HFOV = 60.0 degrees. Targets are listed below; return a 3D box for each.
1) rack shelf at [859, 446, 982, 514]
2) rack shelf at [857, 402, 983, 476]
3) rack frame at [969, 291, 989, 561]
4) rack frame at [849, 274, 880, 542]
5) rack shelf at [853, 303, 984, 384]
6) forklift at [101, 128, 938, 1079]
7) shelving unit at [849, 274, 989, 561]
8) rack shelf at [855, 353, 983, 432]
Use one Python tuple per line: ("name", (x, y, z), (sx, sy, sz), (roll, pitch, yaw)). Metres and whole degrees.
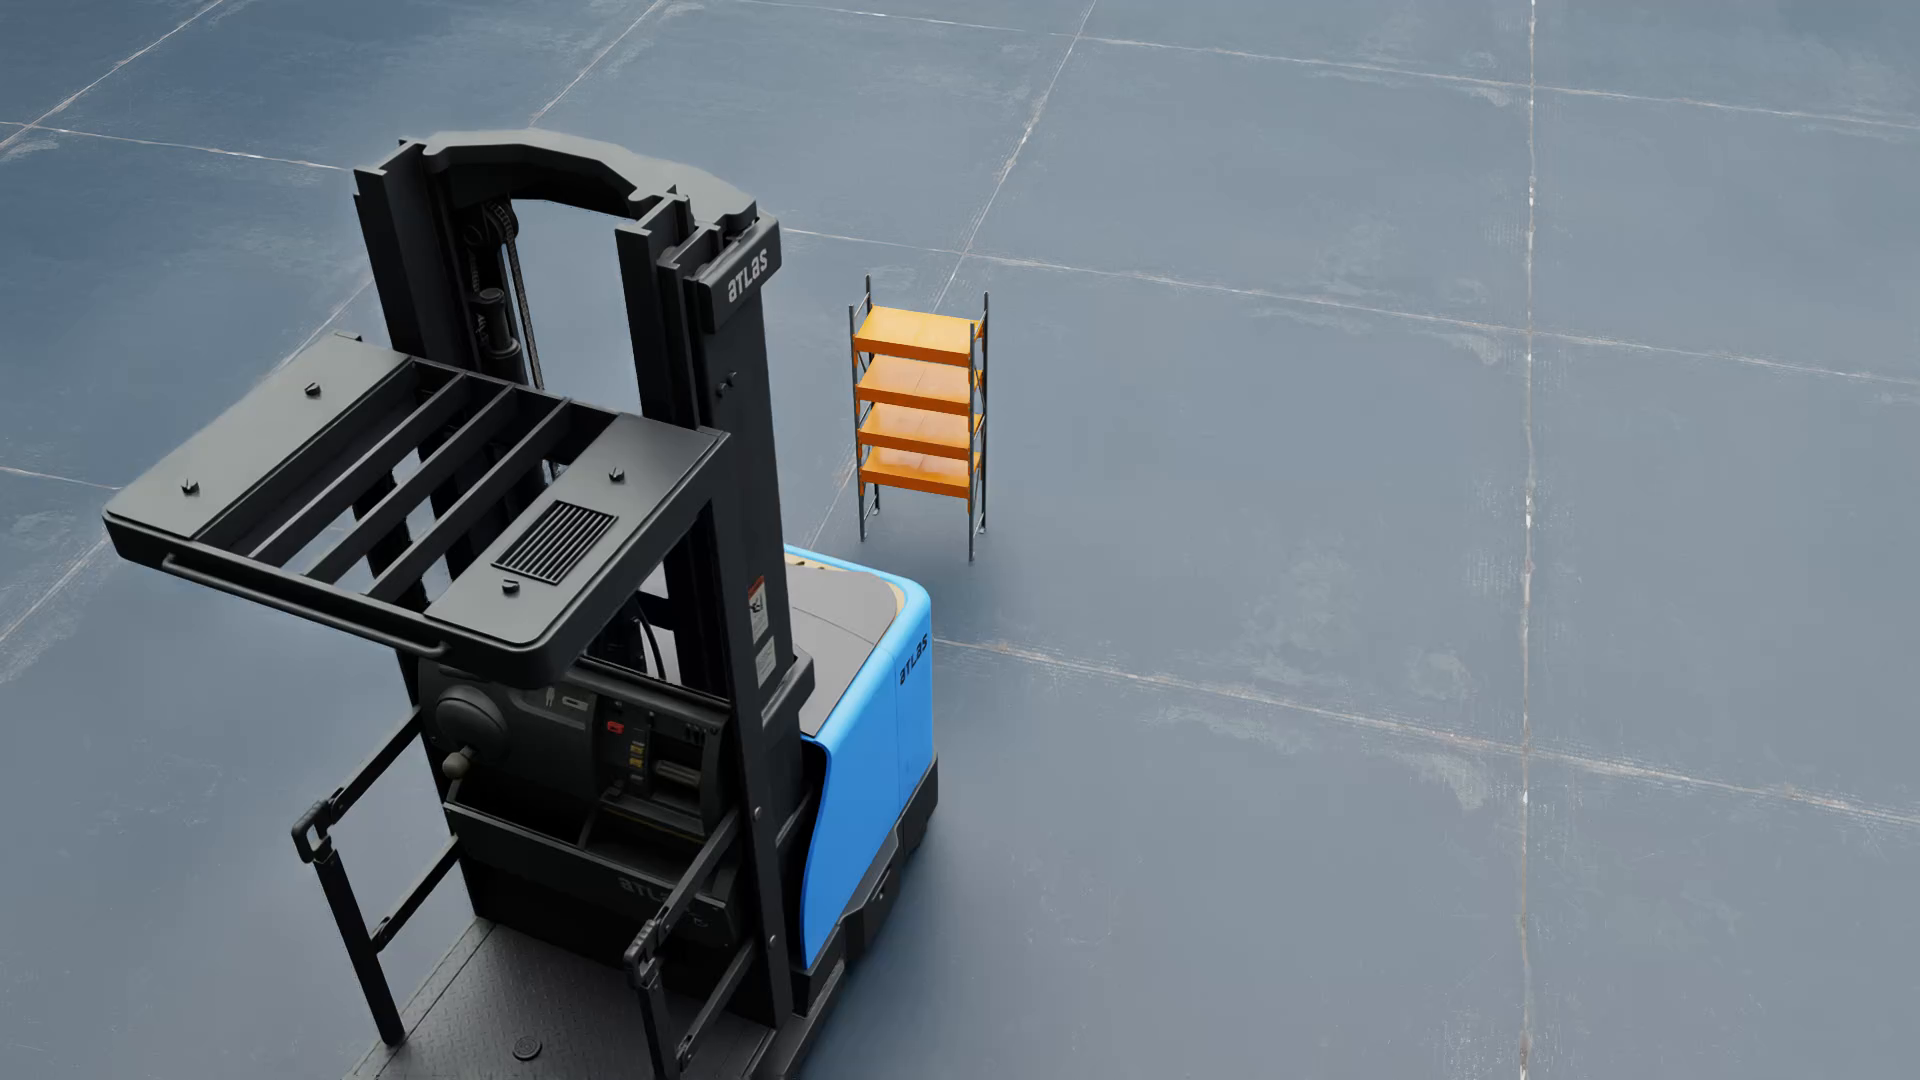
("rack shelf", (-0.160, -0.283, 7.068), (0.480, 0.148, 0.258), (10, 41, 11))
("rack shelf", (-0.160, -0.435, 6.940), (0.480, 0.148, 0.258), (10, 41, 11))
("rack frame", (0.076, -0.446, 6.849), (0.015, 1.200, 0.240), (10, 41, 11))
("rack frame", (-0.396, -0.528, 6.945), (0.015, 1.200, 0.240), (10, 41, 11))
("rack shelf", (-0.160, -0.788, 6.644), (0.480, 0.148, 0.258), (10, 41, 11))
("forklift", (-1.122, 0.595, 4.262), (1.130, 2.935, 3.031), (15, 42, 17))
("shelving unit", (-0.160, -0.487, 6.897), (0.503, 1.200, 0.258), (10, 41, 11))
("rack shelf", (-0.160, -0.607, 6.796), (0.480, 0.148, 0.258), (10, 41, 11))
